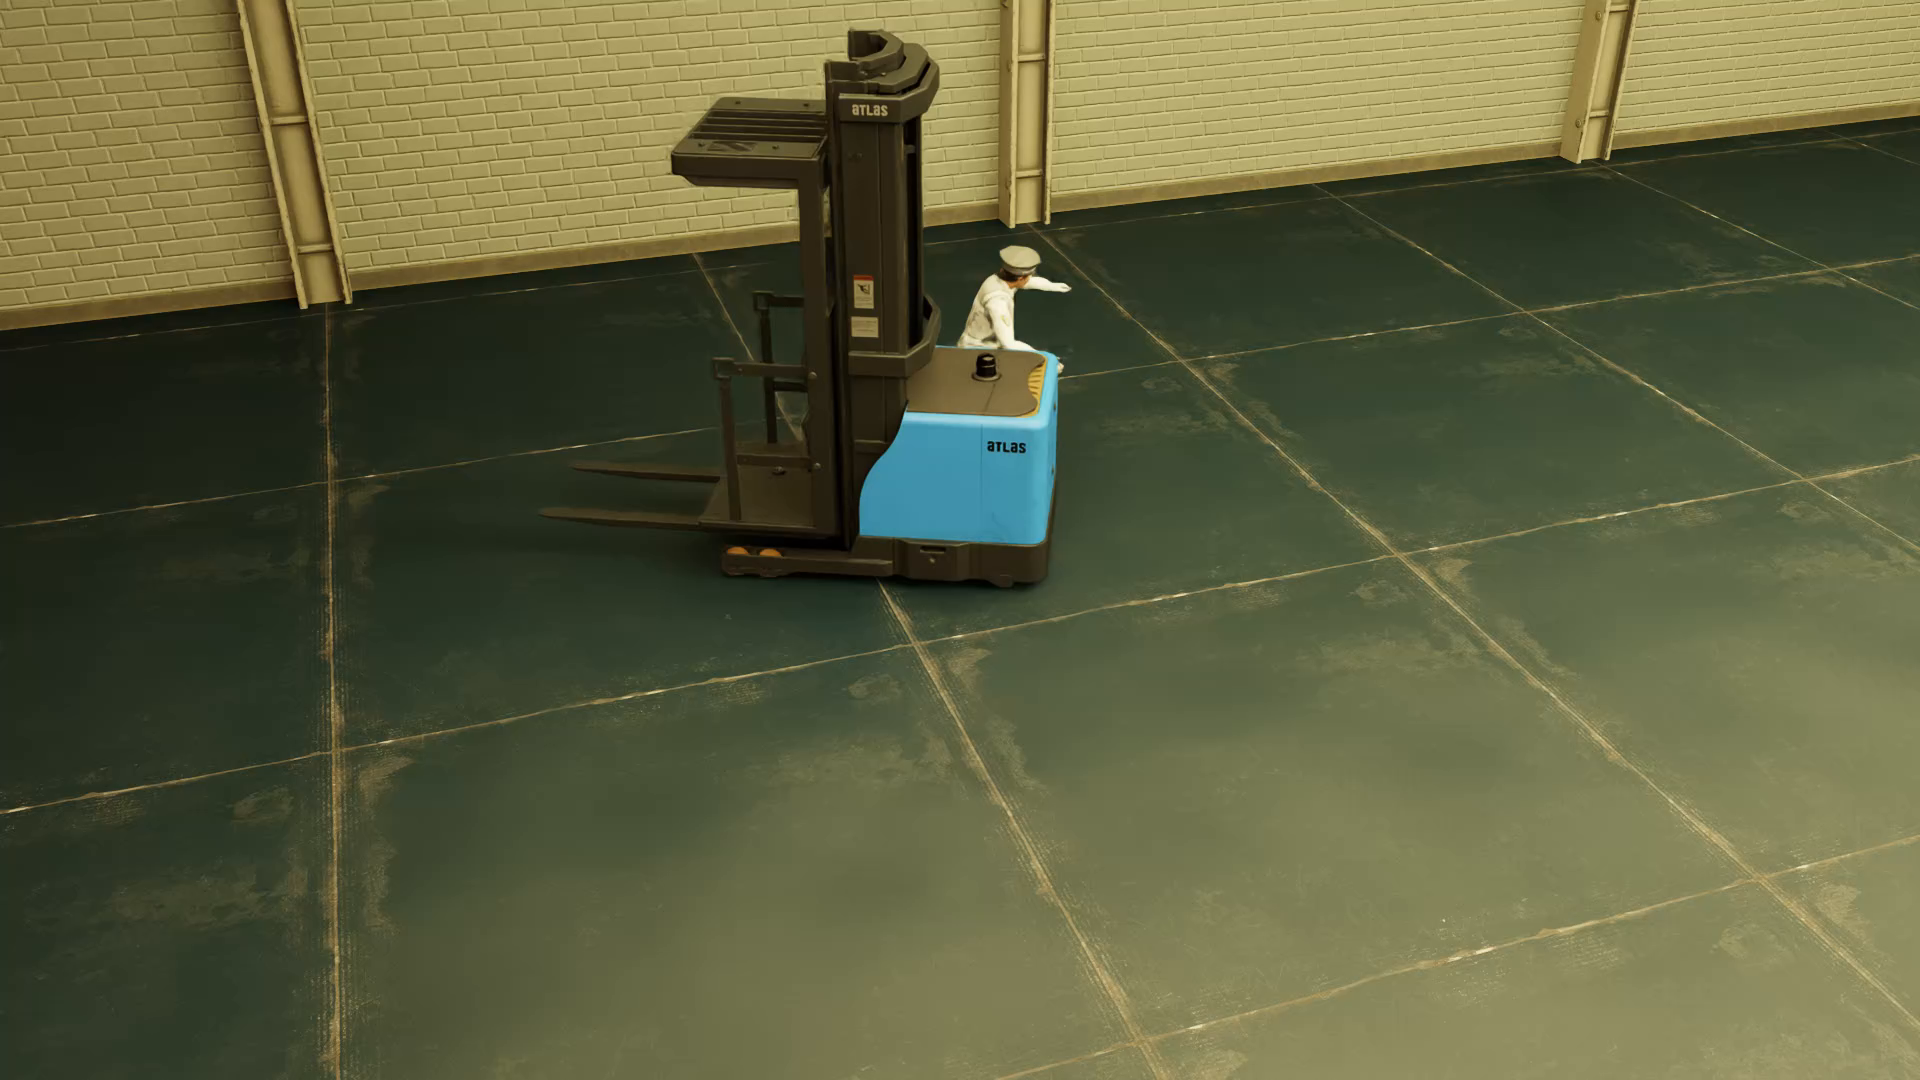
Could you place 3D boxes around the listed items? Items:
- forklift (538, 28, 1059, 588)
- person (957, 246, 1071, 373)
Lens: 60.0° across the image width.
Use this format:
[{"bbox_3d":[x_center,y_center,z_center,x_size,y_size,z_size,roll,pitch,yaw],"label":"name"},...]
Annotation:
[{"bbox_3d":[-0.961,-1.307,9.358,3.031,2.935,1.130,3,30,6],"label":"forklift"},{"bbox_3d":[0.360,-1.108,10.567,0.794,1.425,1.335,-1,30,-2],"label":"person"}]
